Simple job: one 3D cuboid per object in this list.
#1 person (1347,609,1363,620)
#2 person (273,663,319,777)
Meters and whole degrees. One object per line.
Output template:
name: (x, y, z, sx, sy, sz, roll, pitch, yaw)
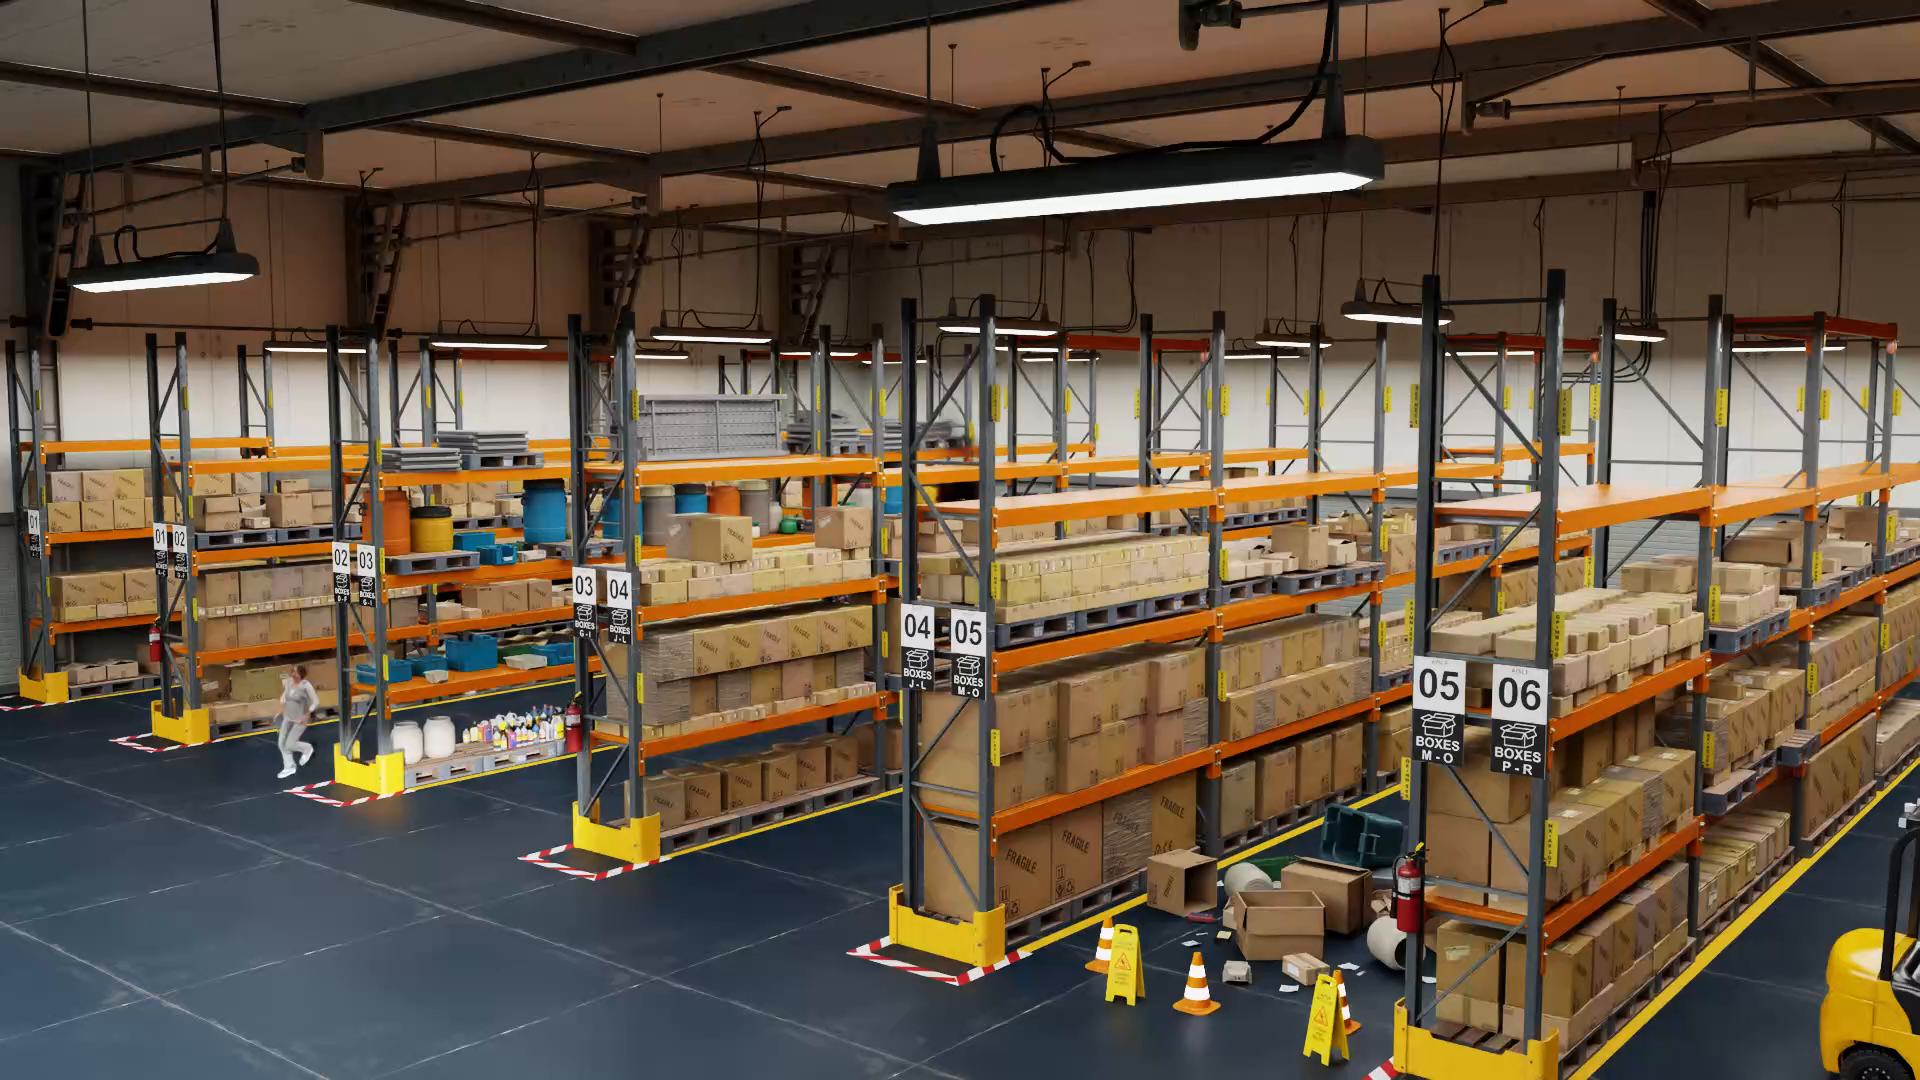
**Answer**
person: (6.118, 1.988, 25.833, 0.767, 1.827, 0.670, -5, 7, -43)
person: (-8.864, 2.408, 22.302, 0.582, 1.544, 0.509, 2, 6, 22)
